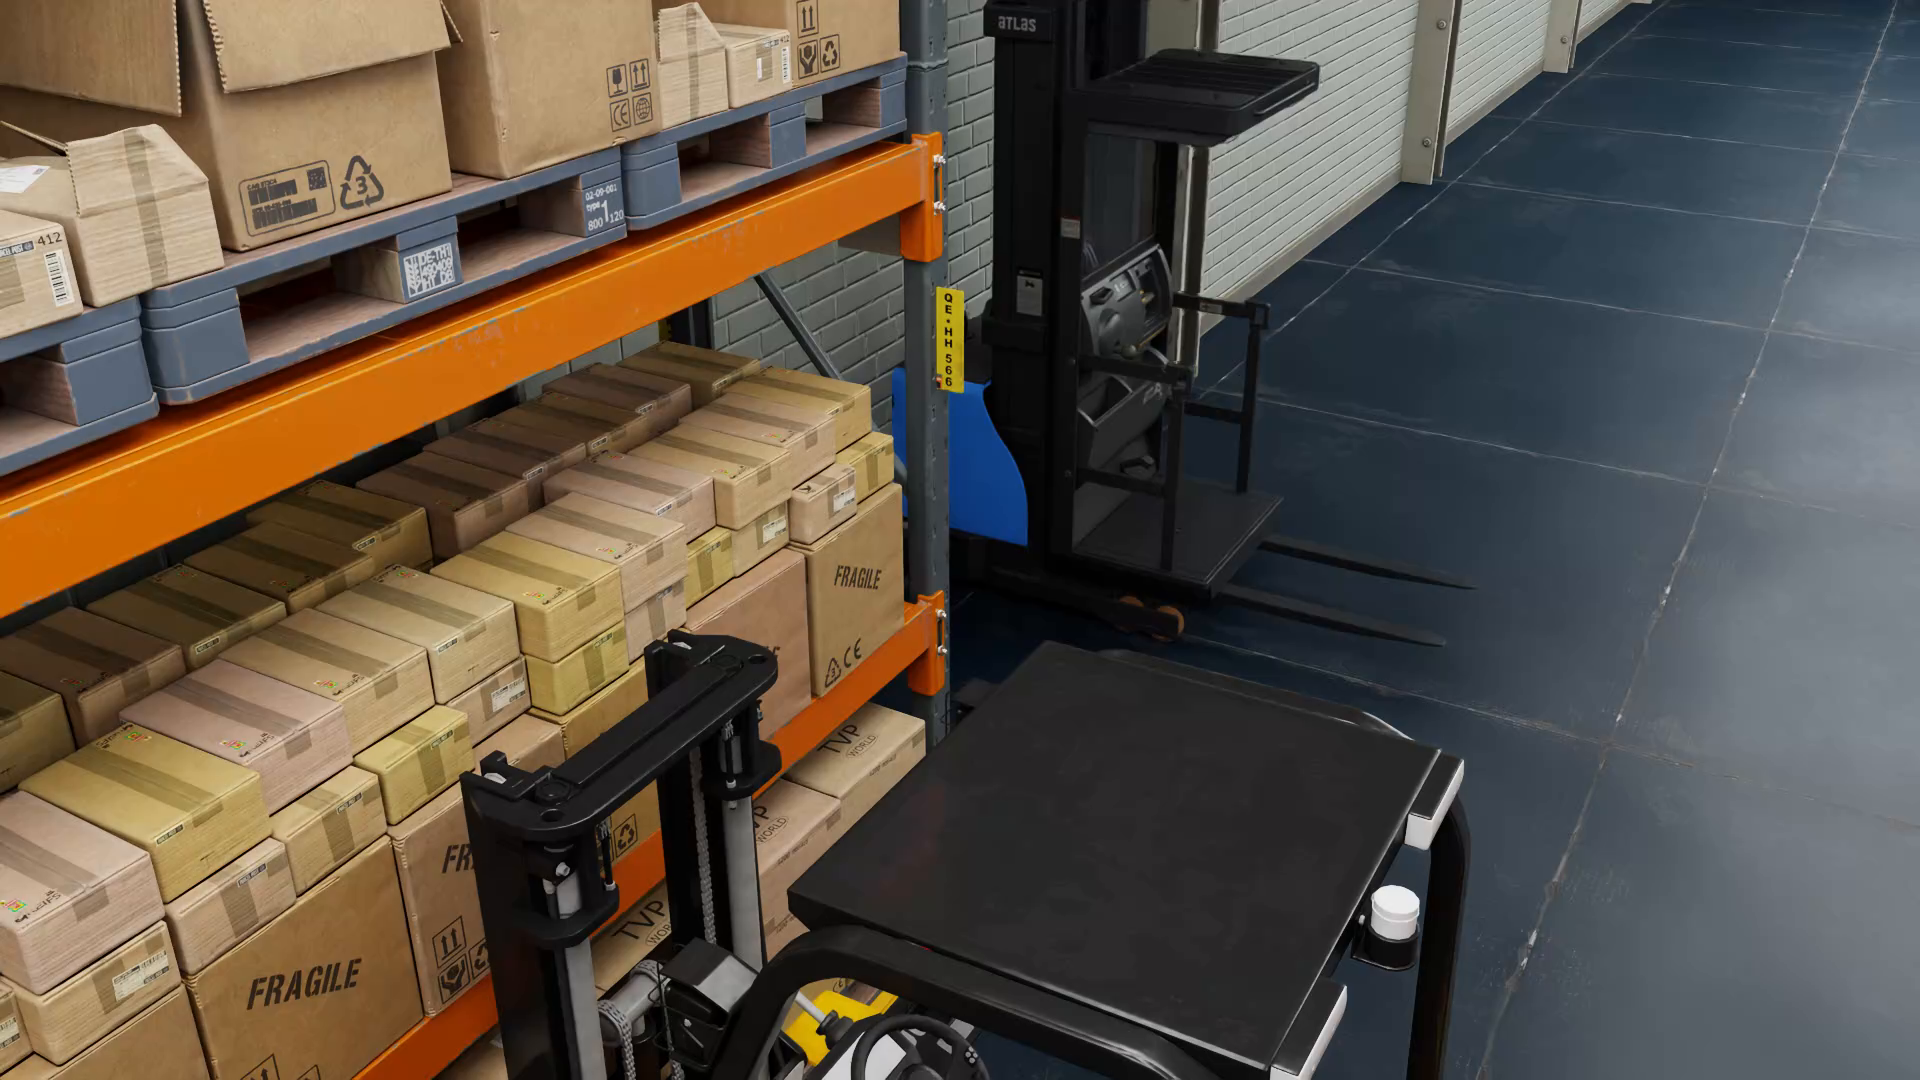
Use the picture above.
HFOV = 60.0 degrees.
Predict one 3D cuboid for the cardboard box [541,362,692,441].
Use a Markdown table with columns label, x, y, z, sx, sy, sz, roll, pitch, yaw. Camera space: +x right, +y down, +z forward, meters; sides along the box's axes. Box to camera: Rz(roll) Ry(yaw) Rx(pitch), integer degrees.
| label | x | y | z | sx | sy | sz | roll | pitch | yaw |
| --- | --- | --- | --- | --- | --- | --- | --- | --- | --- |
| cardboard box | -1.035 | -0.401 | 5.032 | 0.380 | 0.149 | 0.250 | 15 | 30 | 28 |

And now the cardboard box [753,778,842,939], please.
| label | x | y | z | sx | sy | sz | roll | pitch | yaw |
| --- | --- | --- | --- | --- | --- | --- | --- | --- | --- |
| cardboard box | -0.700 | 0.936 | 5.015 | 0.500 | 0.250 | 0.500 | 15 | 30 | 27 |

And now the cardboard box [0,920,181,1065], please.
| label | x | y | z | sx | sy | sz | roll | pitch | yaw |
| --- | --- | --- | --- | --- | --- | --- | --- | --- | --- |
| cardboard box | -1.665 | 0.762 | 3.041 | 0.380 | 0.149 | 0.250 | 15 | 30 | 27 |

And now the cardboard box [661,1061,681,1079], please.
| label | x | y | z | sx | sy | sz | roll | pitch | yaw |
| --- | --- | --- | --- | --- | --- | --- | --- | --- | --- |
| cardboard box | -0.958 | 1.369 | 4.709 | 0.500 | 0.250 | 0.500 | 13 | 30 | 25 |

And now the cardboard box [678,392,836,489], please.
| label | x | y | z | sx | sy | sz | roll | pitch | yaw |
| --- | --- | --- | --- | --- | --- | --- | --- | --- | --- |
| cardboard box | -0.586 | -0.286 | 4.802 | 0.380 | 0.149 | 0.250 | 14 | 30 | 26 |

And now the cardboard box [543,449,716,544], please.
| label | x | y | z | sx | sy | sz | roll | pitch | yaw |
| --- | --- | --- | --- | --- | --- | --- | --- | --- | --- |
| cardboard box | -0.878 | -0.097 | 4.425 | 0.380 | 0.149 | 0.250 | 14 | 30 | 26 |

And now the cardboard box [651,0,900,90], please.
| label | x | y | z | sx | sy | sz | roll | pitch | yaw |
| --- | --- | --- | --- | --- | --- | --- | --- | --- | --- |
| cardboard box | -0.504 | -1.499 | 4.351 | 0.500 | 0.500 | 0.500 | 15 | 30 | 28 |

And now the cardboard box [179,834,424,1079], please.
| label | x | y | z | sx | sy | sz | roll | pitch | yaw |
| --- | --- | --- | --- | --- | --- | --- | --- | --- | --- |
| cardboard box | -1.531 | 0.887 | 3.515 | 0.500 | 0.500 | 0.500 | 14 | 30 | 26 |

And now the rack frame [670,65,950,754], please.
| label | x | y | z | sx | sy | sz | roll | pitch | yaw |
| --- | --- | --- | --- | --- | --- | --- | --- | --- | --- |
| rack frame | -0.499 | -0.107 | 5.613 | 1.000 | 3.000 | 0.127 | 14 | 30 | 26 |

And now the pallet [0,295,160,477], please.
| label | x | y | z | sx | sy | sz | roll | pitch | yaw |
| --- | --- | --- | --- | --- | --- | --- | --- | --- | --- |
| pallet | -2.069 | -0.188 | 2.523 | 1.003 | 0.211 | 1.213 | 14 | 30 | 26 |

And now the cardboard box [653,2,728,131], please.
| label | x | y | z | sx | sy | sz | roll | pitch | yaw |
| --- | --- | --- | --- | --- | --- | --- | --- | --- | --- |
| cardboard box | -0.767 | -1.132 | 3.879 | 0.396 | 0.266 | 0.258 | 14 | 30 | 26 |

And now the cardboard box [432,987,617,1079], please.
| label | x | y | z | sx | sy | sz | roll | pitch | yaw |
| --- | --- | --- | --- | --- | --- | --- | --- | --- | --- |
| cardboard box | -1.195 | 1.331 | 4.226 | 0.500 | 0.250 | 0.500 | 14 | 30 | 25 |

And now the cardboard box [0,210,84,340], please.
| label | x | y | z | sx | sy | sz | roll | pitch | yaw |
| --- | --- | --- | --- | --- | --- | --- | --- | --- | --- |
| cardboard box | -1.603 | -0.417 | 2.581 | 0.380 | 0.149 | 0.250 | 15 | 30 | 28 |

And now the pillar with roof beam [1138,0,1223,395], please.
| label | x | y | z | sx | sy | sz | roll | pitch | yaw |
| --- | --- | --- | --- | --- | --- | --- | --- | --- | --- |
| pillar with roof beam | 5.074 | -4.107 | 6.902 | 9.100 | 9.000 | 0.400 | 14 | 30 | 26 |

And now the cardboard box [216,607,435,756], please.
| label | x | y | z | sx | sy | sz | roll | pitch | yaw |
| --- | --- | --- | --- | --- | --- | --- | --- | --- | --- |
| cardboard box | -1.379 | 0.305 | 3.622 | 0.380 | 0.149 | 0.250 | 14 | 30 | 26 |

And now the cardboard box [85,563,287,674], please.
| label | x | y | z | sx | sy | sz | roll | pitch | yaw |
| --- | --- | --- | --- | --- | --- | --- | --- | --- | --- |
| cardboard box | -1.762 | 0.209 | 3.812 | 0.380 | 0.149 | 0.250 | 15 | 30 | 28 |

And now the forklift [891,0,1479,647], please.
| label | x | y | z | sx | sy | sz | roll | pitch | yaw |
| --- | --- | --- | --- | --- | --- | --- | --- | --- | --- |
| forklift | 0.962 | -1.104 | 7.681 | 3.031 | 2.935 | 1.130 | 14 | 30 | 26 |

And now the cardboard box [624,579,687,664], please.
| label | x | y | z | sx | sy | sz | roll | pitch | yaw |
| --- | --- | --- | --- | --- | --- | --- | --- | --- | --- |
| cardboard box | -0.928 | 0.157 | 4.249 | 0.380 | 0.149 | 0.250 | 13 | 29 | 24 |

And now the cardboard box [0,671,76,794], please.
| label | x | y | z | sx | sy | sz | roll | pitch | yaw |
| --- | --- | --- | --- | --- | --- | --- | --- | --- | --- |
| cardboard box | -2.081 | 0.390 | 3.451 | 0.380 | 0.149 | 0.250 | 14 | 30 | 25 |

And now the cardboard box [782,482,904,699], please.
| label | x | y | z | sx | sy | sz | roll | pitch | yaw |
| --- | --- | --- | --- | --- | --- | --- | --- | --- | --- |
| cardboard box | -0.512 | 0.098 | 5.092 | 0.500 | 0.500 | 0.500 | 13 | 30 | 25 |

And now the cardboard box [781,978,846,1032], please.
| label | x | y | z | sx | sy | sz | roll | pitch | yaw |
| --- | --- | --- | --- | --- | --- | --- | --- | --- | --- |
| cardboard box | -0.708 | 1.379 | 5.247 | 0.500 | 0.250 | 0.500 | 14 | 30 | 26 |

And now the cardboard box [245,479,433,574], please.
| label | x | y | z | sx | sy | sz | roll | pitch | yaw |
| --- | --- | --- | --- | --- | --- | --- | --- | --- | --- |
| cardboard box | -1.583 | -0.009 | 4.247 | 0.380 | 0.149 | 0.250 | 13 | 30 | 25 |

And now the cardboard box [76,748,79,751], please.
| label | x | y | z | sx | sy | sz | roll | pitch | yaw |
| --- | --- | --- | --- | --- | --- | --- | --- | --- | --- |
| cardboard box | -1.901 | 0.431 | 3.701 | 0.380 | 0.149 | 0.250 | 14 | 30 | 26 |

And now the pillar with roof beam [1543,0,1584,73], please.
| label | x | y | z | sx | sy | sz | roll | pitch | yaw |
| --- | --- | --- | --- | --- | --- | --- | --- | --- | --- |
| pillar with roof beam | 10.977 | -8.784 | 16.244 | 9.100 | 9.000 | 0.400 | 14 | 30 | 26 |

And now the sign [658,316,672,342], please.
| label | x | y | z | sx | sy | sz | roll | pitch | yaw |
| --- | --- | --- | --- | --- | --- | --- | --- | --- | --- |
| sign | -0.979 | -0.654 | 5.650 | 0.100 | 0.325 | 0.005 | 14 | 30 | 26 |

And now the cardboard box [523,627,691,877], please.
| label | x | y | z | sx | sy | sz | roll | pitch | yaw |
| --- | --- | --- | --- | --- | --- | --- | --- | --- | --- |
| cardboard box | -1.027 | 0.498 | 4.293 | 0.500 | 0.500 | 0.500 | 14 | 30 | 25 |

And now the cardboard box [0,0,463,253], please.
| label | x | y | z | sx | sy | sz | roll | pitch | yaw |
| --- | --- | --- | --- | --- | --- | --- | --- | --- | --- |
| cardboard box | -1.416 | -0.904 | 3.158 | 0.797 | 0.503 | 0.637 | 15 | 30 | 28 |

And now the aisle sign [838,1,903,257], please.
| label | x | y | z | sx | sy | sz | roll | pitch | yaw |
| --- | --- | --- | --- | --- | --- | --- | --- | --- | --- |
| aisle sign | -0.211 | -1.231 | 4.953 | 0.394 | 0.787 | 0.004 | 14 | 30 | 26 |

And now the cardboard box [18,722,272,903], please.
| label | x | y | z | sx | sy | sz | roll | pitch | yaw |
| --- | --- | --- | --- | --- | --- | --- | --- | --- | --- |
| cardboard box | -1.563 | 0.517 | 3.197 | 0.380 | 0.149 | 0.250 | 14 | 30 | 25 |

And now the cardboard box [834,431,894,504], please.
| label | x | y | z | sx | sy | sz | roll | pitch | yaw |
| --- | --- | --- | --- | --- | --- | --- | --- | --- | --- |
| cardboard box | -0.425 | -0.245 | 5.052 | 0.380 | 0.149 | 0.250 | 15 | 30 | 27 |

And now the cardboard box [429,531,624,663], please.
| label | x | y | z | sx | sy | sz | roll | pitch | yaw |
| --- | --- | --- | --- | --- | --- | --- | --- | --- | --- |
| cardboard box | -1.032 | 0.131 | 3.970 | 0.380 | 0.149 | 0.250 | 15 | 30 | 27 |

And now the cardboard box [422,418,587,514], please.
| label | x | y | z | sx | sy | sz | roll | pitch | yaw |
| --- | --- | --- | --- | --- | --- | --- | --- | --- | --- |
| cardboard box | -1.260 | -0.197 | 4.625 | 0.380 | 0.149 | 0.250 | 14 | 30 | 26 |

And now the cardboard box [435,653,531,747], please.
| label | x | y | z | sx | sy | sz | roll | pitch | yaw |
| --- | --- | --- | --- | --- | --- | --- | --- | --- | --- |
| cardboard box | -1.236 | 0.338 | 3.888 | 0.380 | 0.149 | 0.250 | 14 | 30 | 26 |

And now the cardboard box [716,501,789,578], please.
| label | x | y | z | sx | sy | sz | roll | pitch | yaw |
| --- | --- | --- | --- | --- | --- | --- | --- | --- | --- |
| cardboard box | -0.706 | -0.051 | 4.665 | 0.380 | 0.149 | 0.250 | 15 | 30 | 27 |

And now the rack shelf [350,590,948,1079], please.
| label | x | y | z | sx | sy | sz | roll | pitch | yaw |
| --- | --- | --- | --- | --- | --- | --- | --- | --- | --- |
| rack shelf | -1.482 | 0.994 | 4.217 | 1.077 | 0.370 | 4.000 | 14 | 30 | 26 |

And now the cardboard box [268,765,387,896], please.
| label | x | y | z | sx | sy | sz | roll | pitch | yaw |
| --- | --- | --- | --- | --- | --- | --- | --- | --- | --- |
| cardboard box | -1.426 | 0.558 | 3.448 | 0.380 | 0.149 | 0.250 | 13 | 29 | 24 |

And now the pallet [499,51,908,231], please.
| label | x | y | z | sx | sy | sz | roll | pitch | yaw |
| --- | --- | --- | --- | --- | --- | --- | --- | --- | --- |
| pallet | -0.869 | -1.139 | 4.422 | 1.003 | 0.211 | 1.213 | 14 | 30 | 26 |

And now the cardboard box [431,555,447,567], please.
| label | x | y | z | sx | sy | sz | roll | pitch | yaw |
| --- | --- | --- | --- | --- | --- | --- | --- | --- | --- |
| cardboard box | -1.456 | 0.013 | 4.536 | 0.380 | 0.149 | 0.250 | 15 | 30 | 27 |
